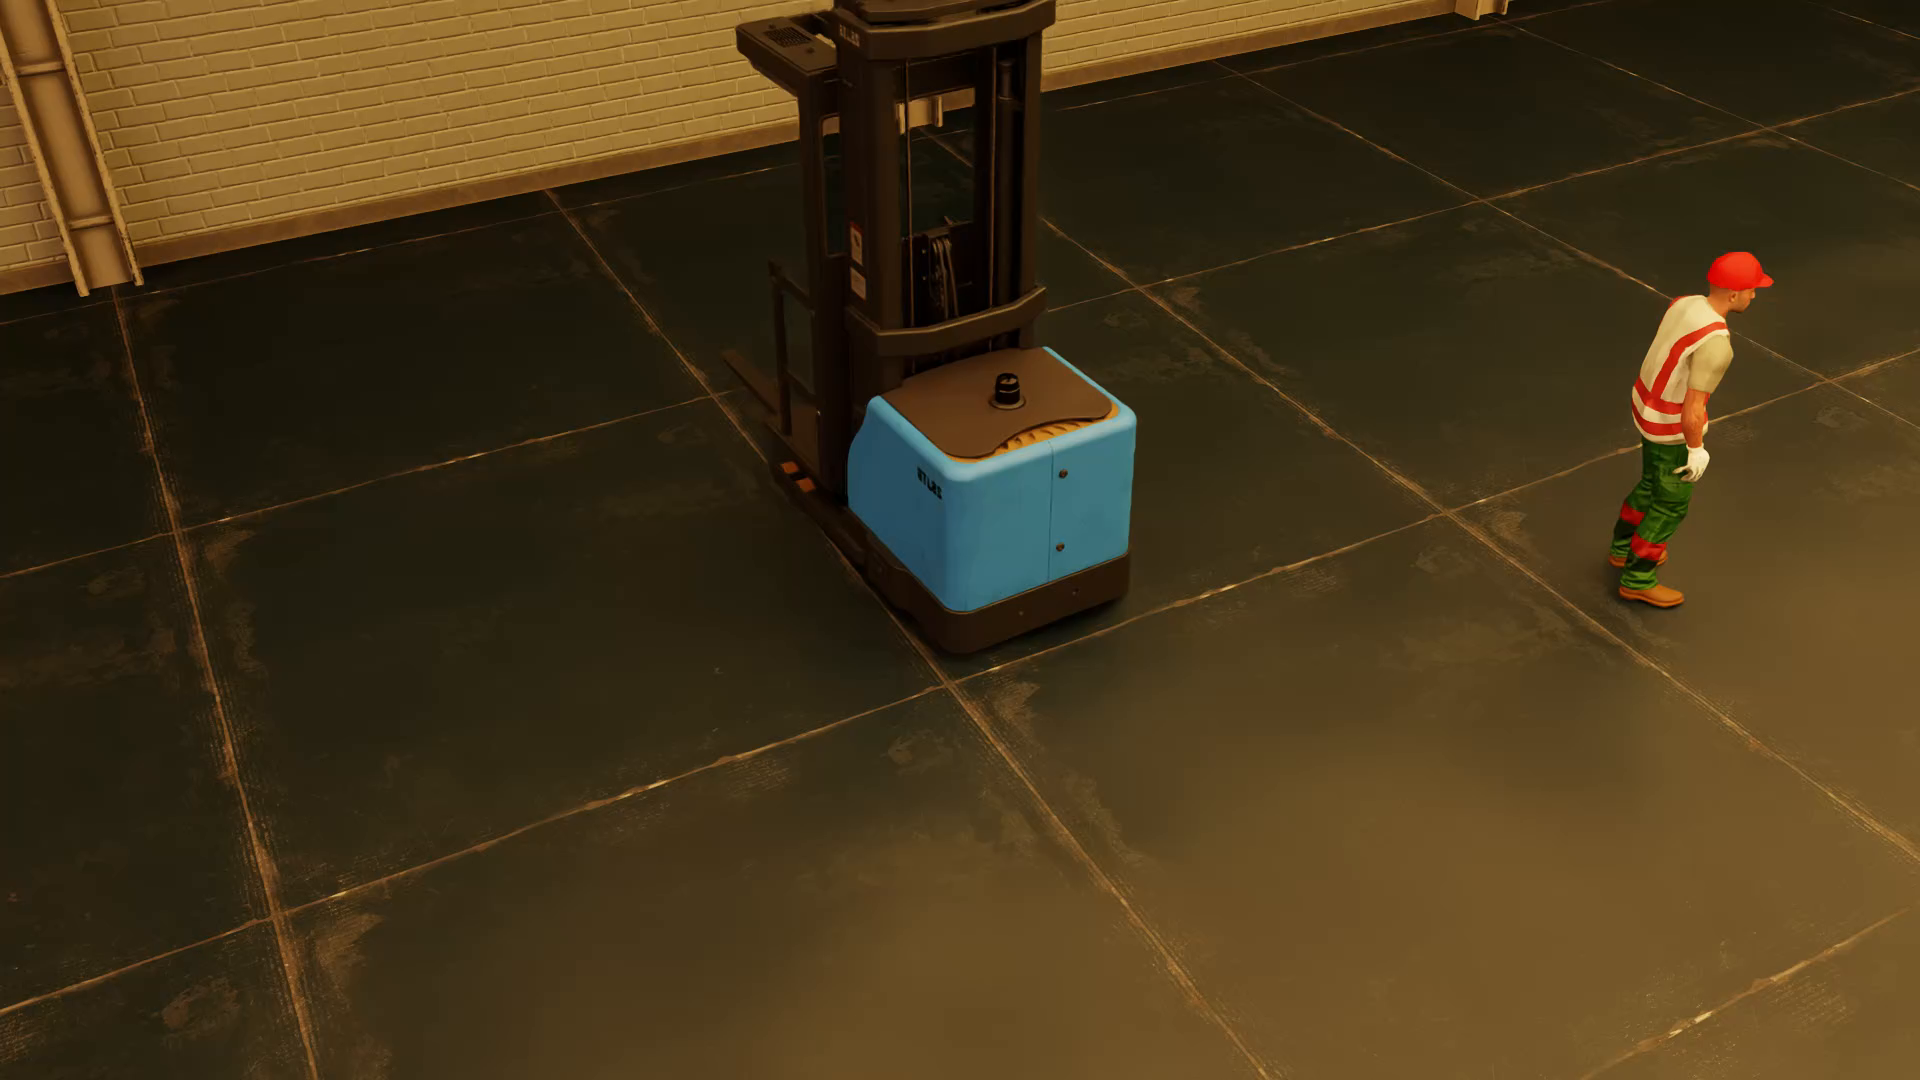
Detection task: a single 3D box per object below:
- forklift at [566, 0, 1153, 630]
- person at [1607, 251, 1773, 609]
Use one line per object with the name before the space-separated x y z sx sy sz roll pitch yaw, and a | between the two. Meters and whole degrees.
forklift | -0.610 -1.322 7.993 3.031 2.935 1.130 14 38 19
person | 3.415 -0.542 7.893 0.455 1.777 0.608 3 35 4
